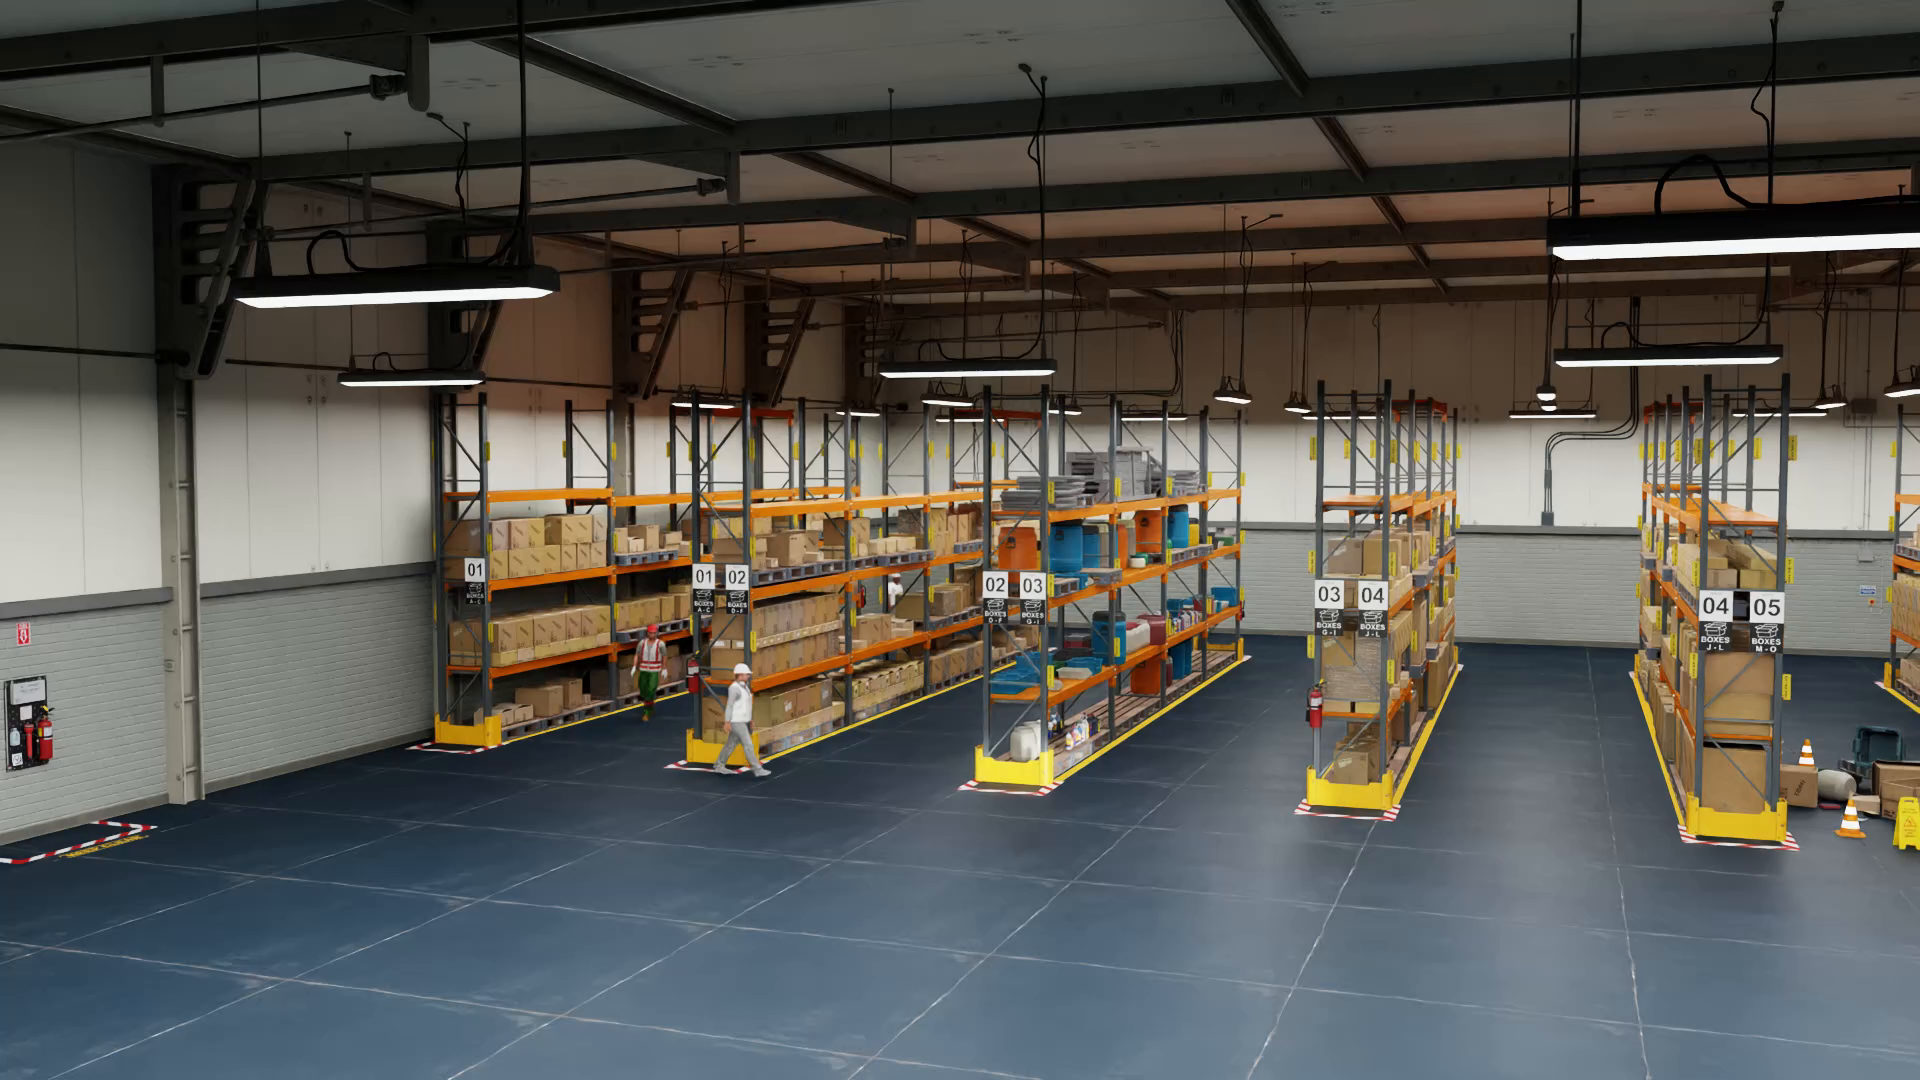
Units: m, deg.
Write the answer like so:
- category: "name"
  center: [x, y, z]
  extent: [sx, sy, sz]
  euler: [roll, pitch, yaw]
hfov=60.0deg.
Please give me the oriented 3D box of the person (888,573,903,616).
- category: "person"
  center: [-1.714, 1.711, 44.376]
  extent: [0.434, 1.702, 0.609]
  euler: [1, 3, 20]

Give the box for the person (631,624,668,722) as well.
- category: "person"
  center: [-5.822, 2.475, 31.166]
  extent: [0.631, 1.788, 0.778]
  euler: [0, 3, 1]

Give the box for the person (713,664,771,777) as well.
- category: "person"
  center: [-3.334, 2.760, 25.543]
  extent: [1.007, 1.708, 0.608]
  euler: [0, 3, 7]
